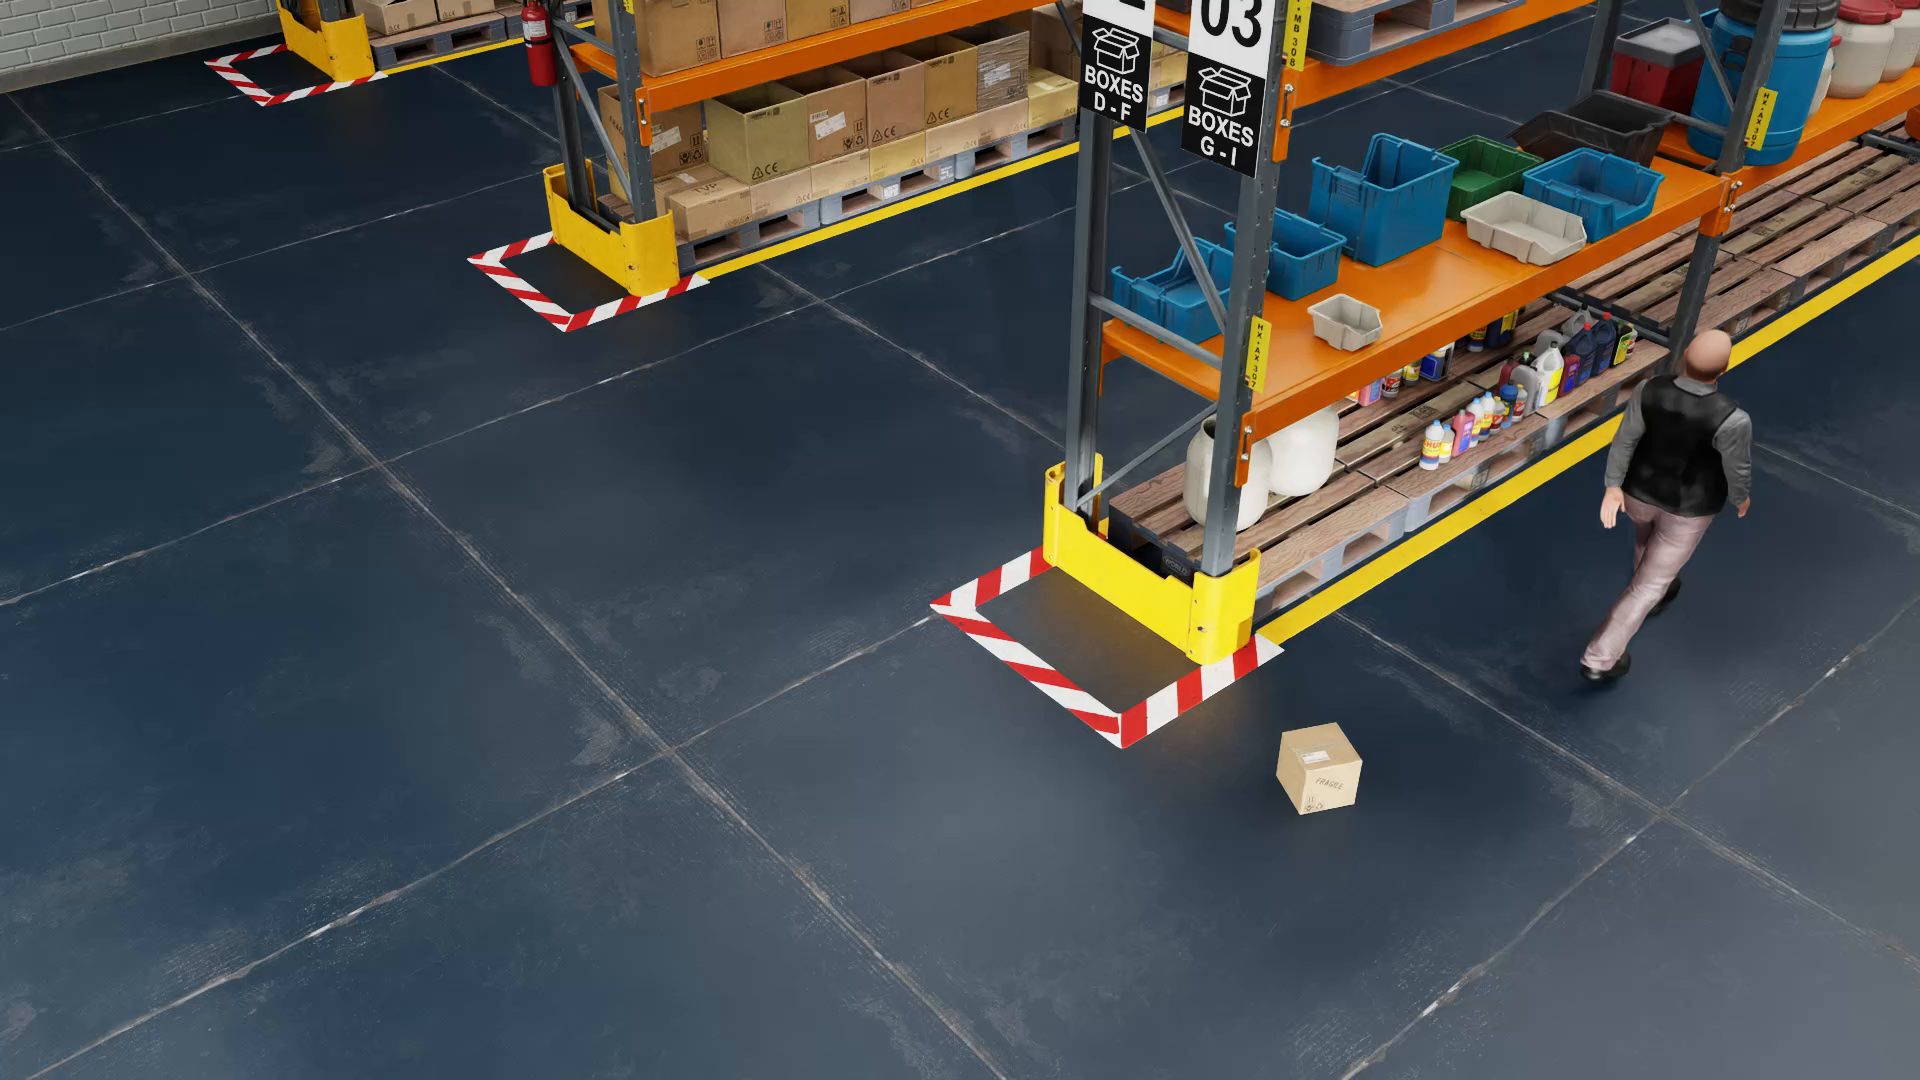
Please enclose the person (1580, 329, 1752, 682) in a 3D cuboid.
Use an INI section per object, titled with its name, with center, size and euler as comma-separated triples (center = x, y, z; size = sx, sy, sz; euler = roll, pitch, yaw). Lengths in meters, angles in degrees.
[person]
center = 3.195, -0.206, 7.384
size = 1.014, 1.673, 0.546
euler = -25, 42, -30
